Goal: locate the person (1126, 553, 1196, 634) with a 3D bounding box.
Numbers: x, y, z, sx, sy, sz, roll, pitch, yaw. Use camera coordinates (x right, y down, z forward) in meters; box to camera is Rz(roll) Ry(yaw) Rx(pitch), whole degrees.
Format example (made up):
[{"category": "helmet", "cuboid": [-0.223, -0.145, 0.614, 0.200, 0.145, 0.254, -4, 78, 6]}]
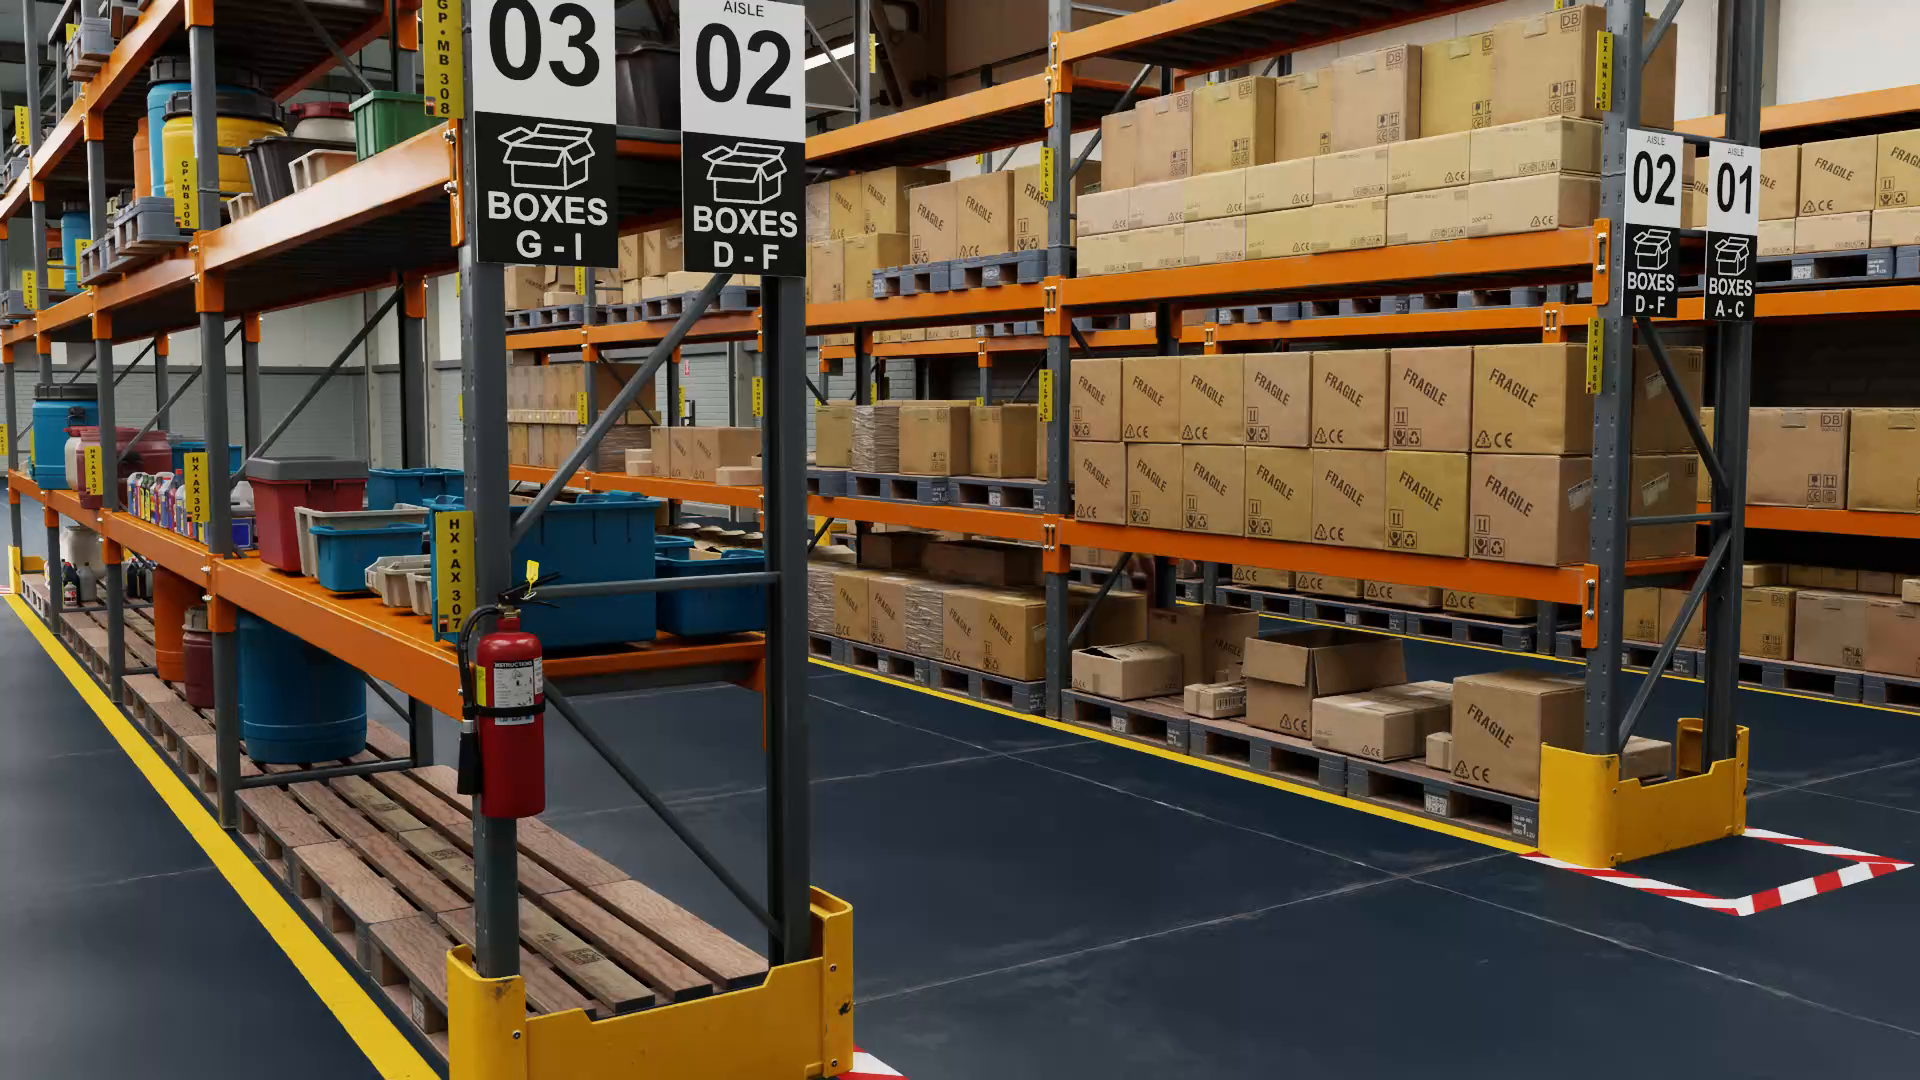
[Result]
[{"category": "person", "cuboid": [1.557, 0.144, 12.823, 0.443, 1.621, 1.020, -4, 6, -37]}]
